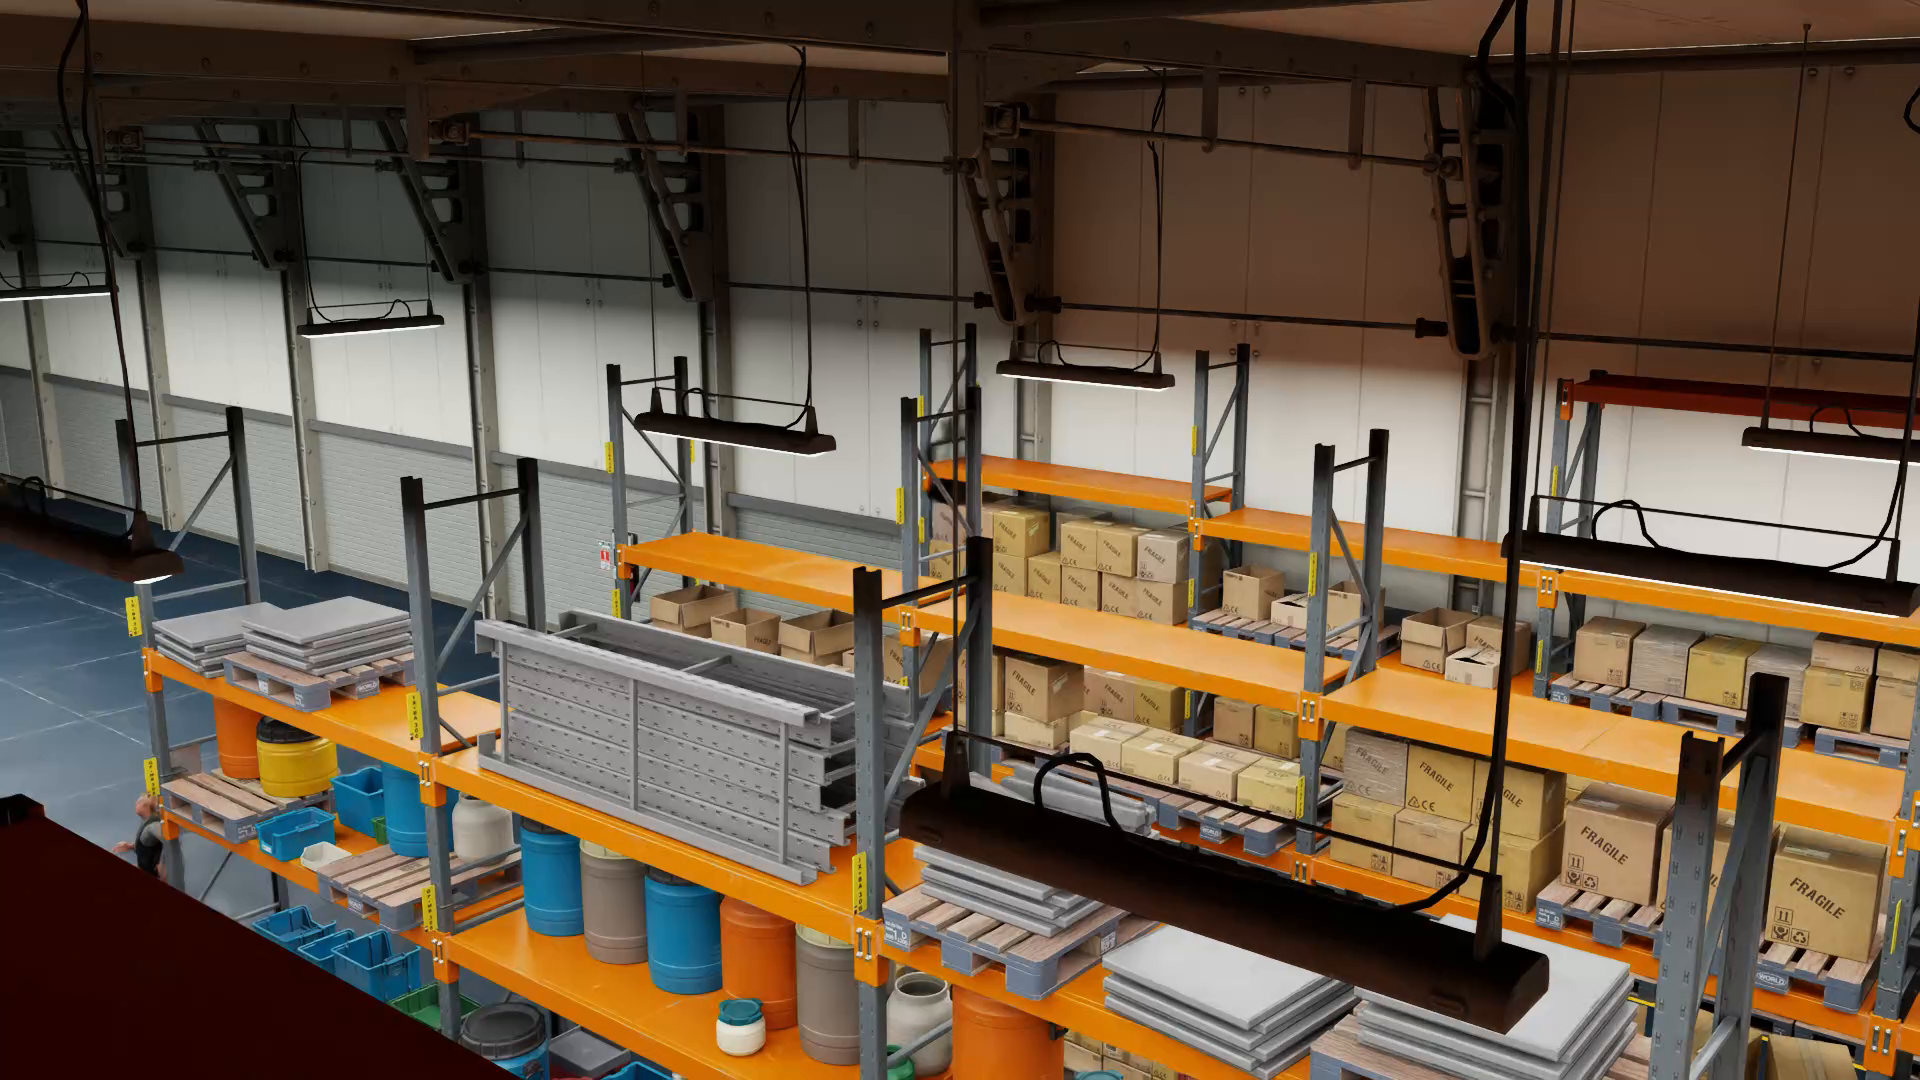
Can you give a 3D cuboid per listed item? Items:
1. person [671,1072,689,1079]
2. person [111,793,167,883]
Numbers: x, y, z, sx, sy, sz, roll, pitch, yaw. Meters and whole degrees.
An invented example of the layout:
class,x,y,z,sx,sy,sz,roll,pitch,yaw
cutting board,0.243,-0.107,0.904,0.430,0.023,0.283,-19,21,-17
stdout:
class,x,y,z,sx,sy,sz,roll,pitch,yaw
person,-2.134,3.997,14.573,0.926,1.712,0.681,4,13,17
person,-8.274,3.430,17.155,0.845,1.694,0.670,-3,13,-15
